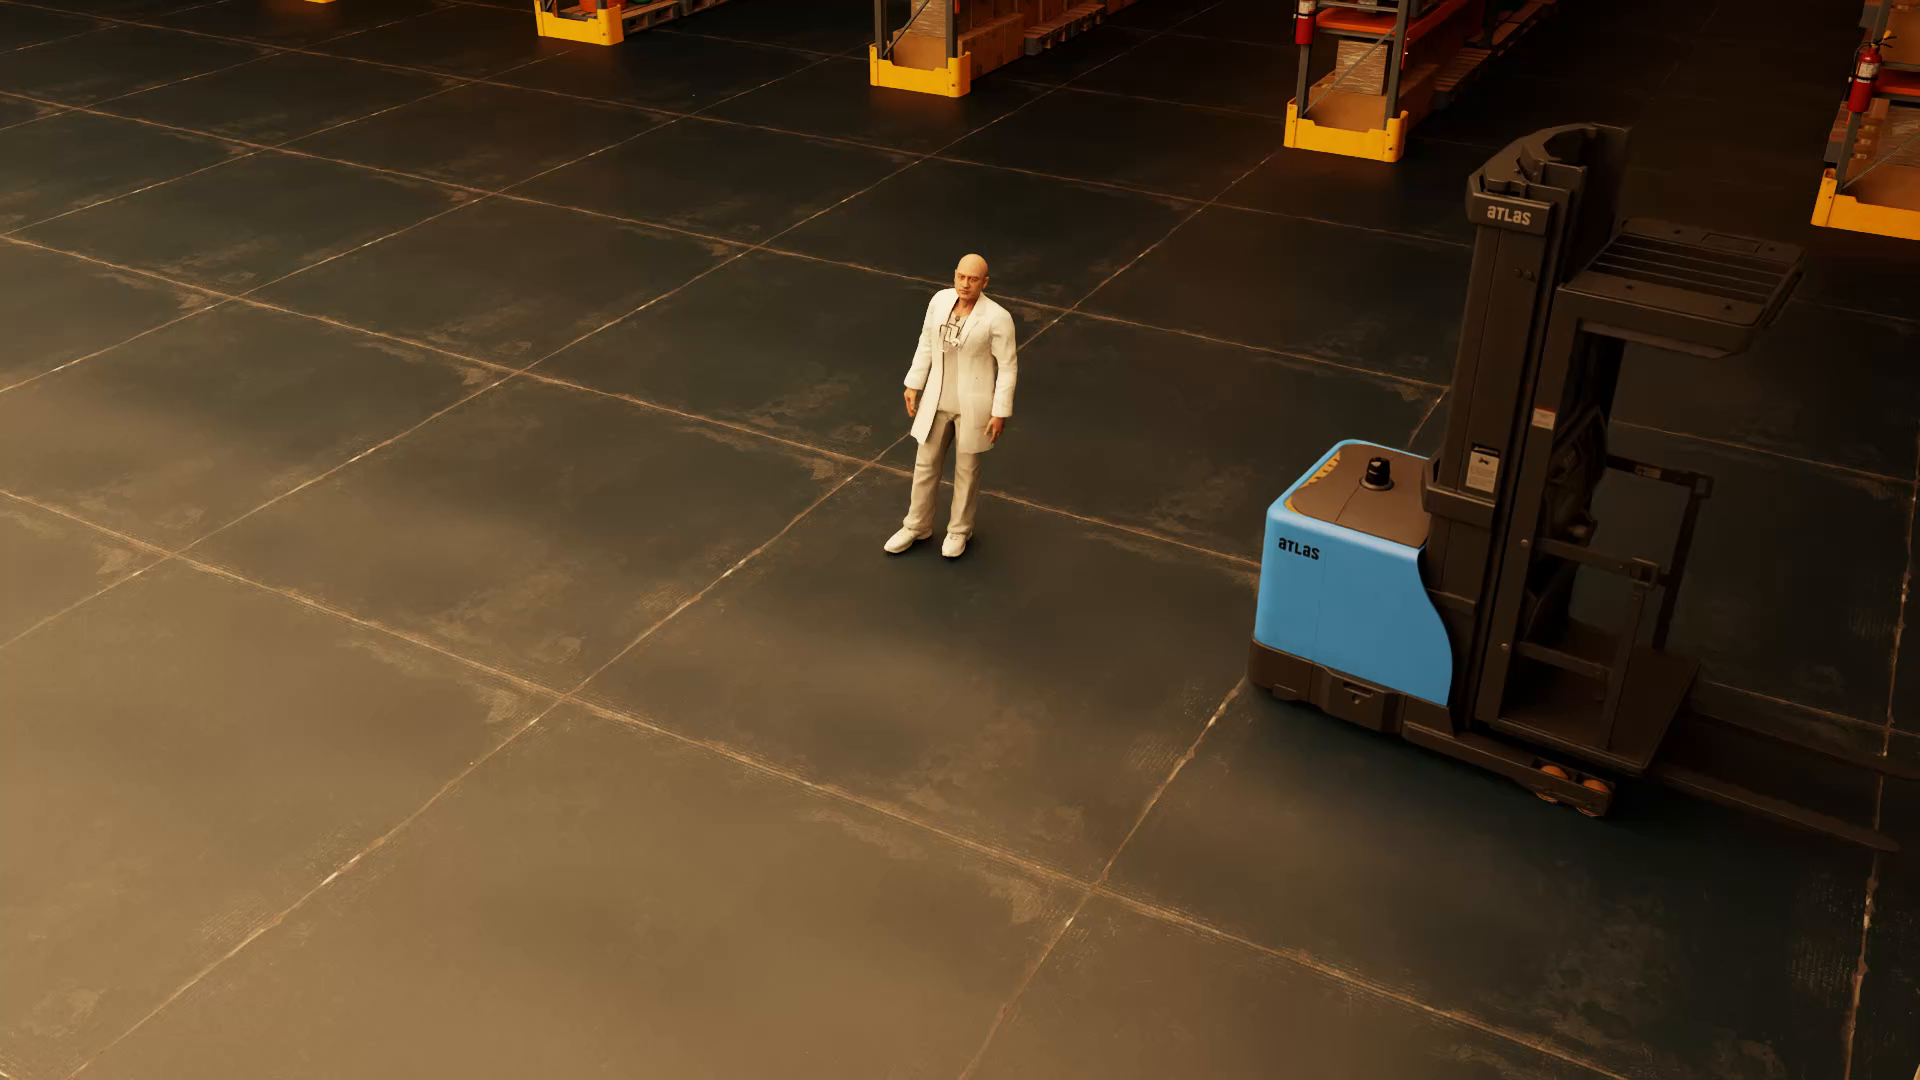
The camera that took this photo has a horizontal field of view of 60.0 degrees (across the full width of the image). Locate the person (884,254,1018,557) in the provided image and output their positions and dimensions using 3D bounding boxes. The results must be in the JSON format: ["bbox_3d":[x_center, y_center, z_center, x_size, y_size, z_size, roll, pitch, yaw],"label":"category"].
[{"bbox_3d":[-0.048,-0.738,9.488,0.694,1.776,0.581,15,33,25],"label":"person"}]

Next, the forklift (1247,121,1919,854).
[{"bbox_3d":[3.000,-0.282,7.560,3.031,2.935,1.130,19,35,29],"label":"forklift"}]
